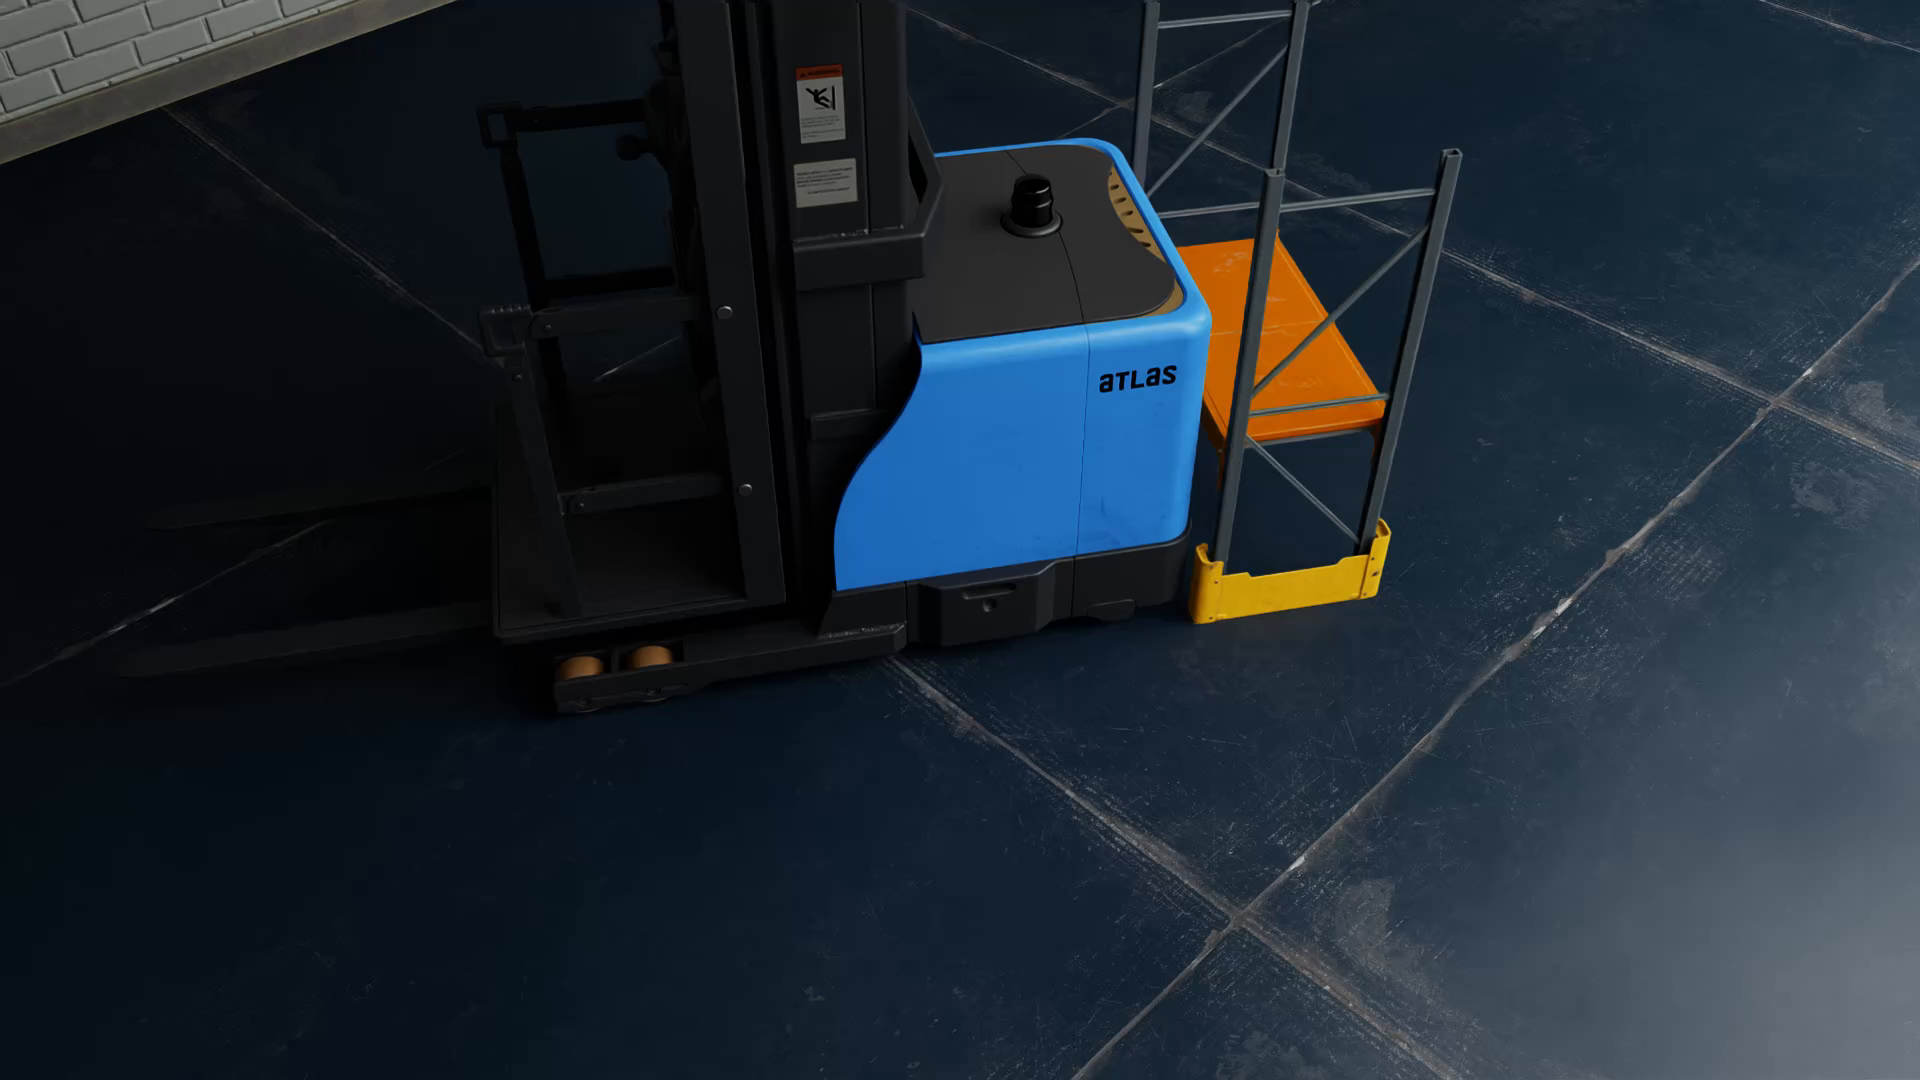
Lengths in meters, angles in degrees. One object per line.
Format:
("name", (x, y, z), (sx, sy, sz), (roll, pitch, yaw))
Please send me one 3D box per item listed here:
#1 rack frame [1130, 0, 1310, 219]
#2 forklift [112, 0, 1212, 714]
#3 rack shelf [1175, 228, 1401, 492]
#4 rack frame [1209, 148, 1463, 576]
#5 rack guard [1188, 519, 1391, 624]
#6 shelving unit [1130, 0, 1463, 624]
("rack frame", (0.770, -1.040, 5.271), (0.500, 1.500, 0.032), (-8, 43, -9))
("forklift", (-0.895, -0.980, 4.151), (3.031, 2.935, 1.130), (-8, 43, -9))
("rack shelf", (0.875, -0.571, 5.028), (0.538, 0.185, 1.000), (-8, 43, -9))
("rack frame", (0.980, -0.365, 4.540), (0.500, 1.500, 0.032), (-8, 43, -9))
("rack guard", (0.980, 0.093, 4.965), (0.587, 0.250, 0.087), (-8, 43, -9))
("shelving unit", (0.877, -0.697, 4.899), (0.587, 1.500, 1.083), (-8, 43, -9))
